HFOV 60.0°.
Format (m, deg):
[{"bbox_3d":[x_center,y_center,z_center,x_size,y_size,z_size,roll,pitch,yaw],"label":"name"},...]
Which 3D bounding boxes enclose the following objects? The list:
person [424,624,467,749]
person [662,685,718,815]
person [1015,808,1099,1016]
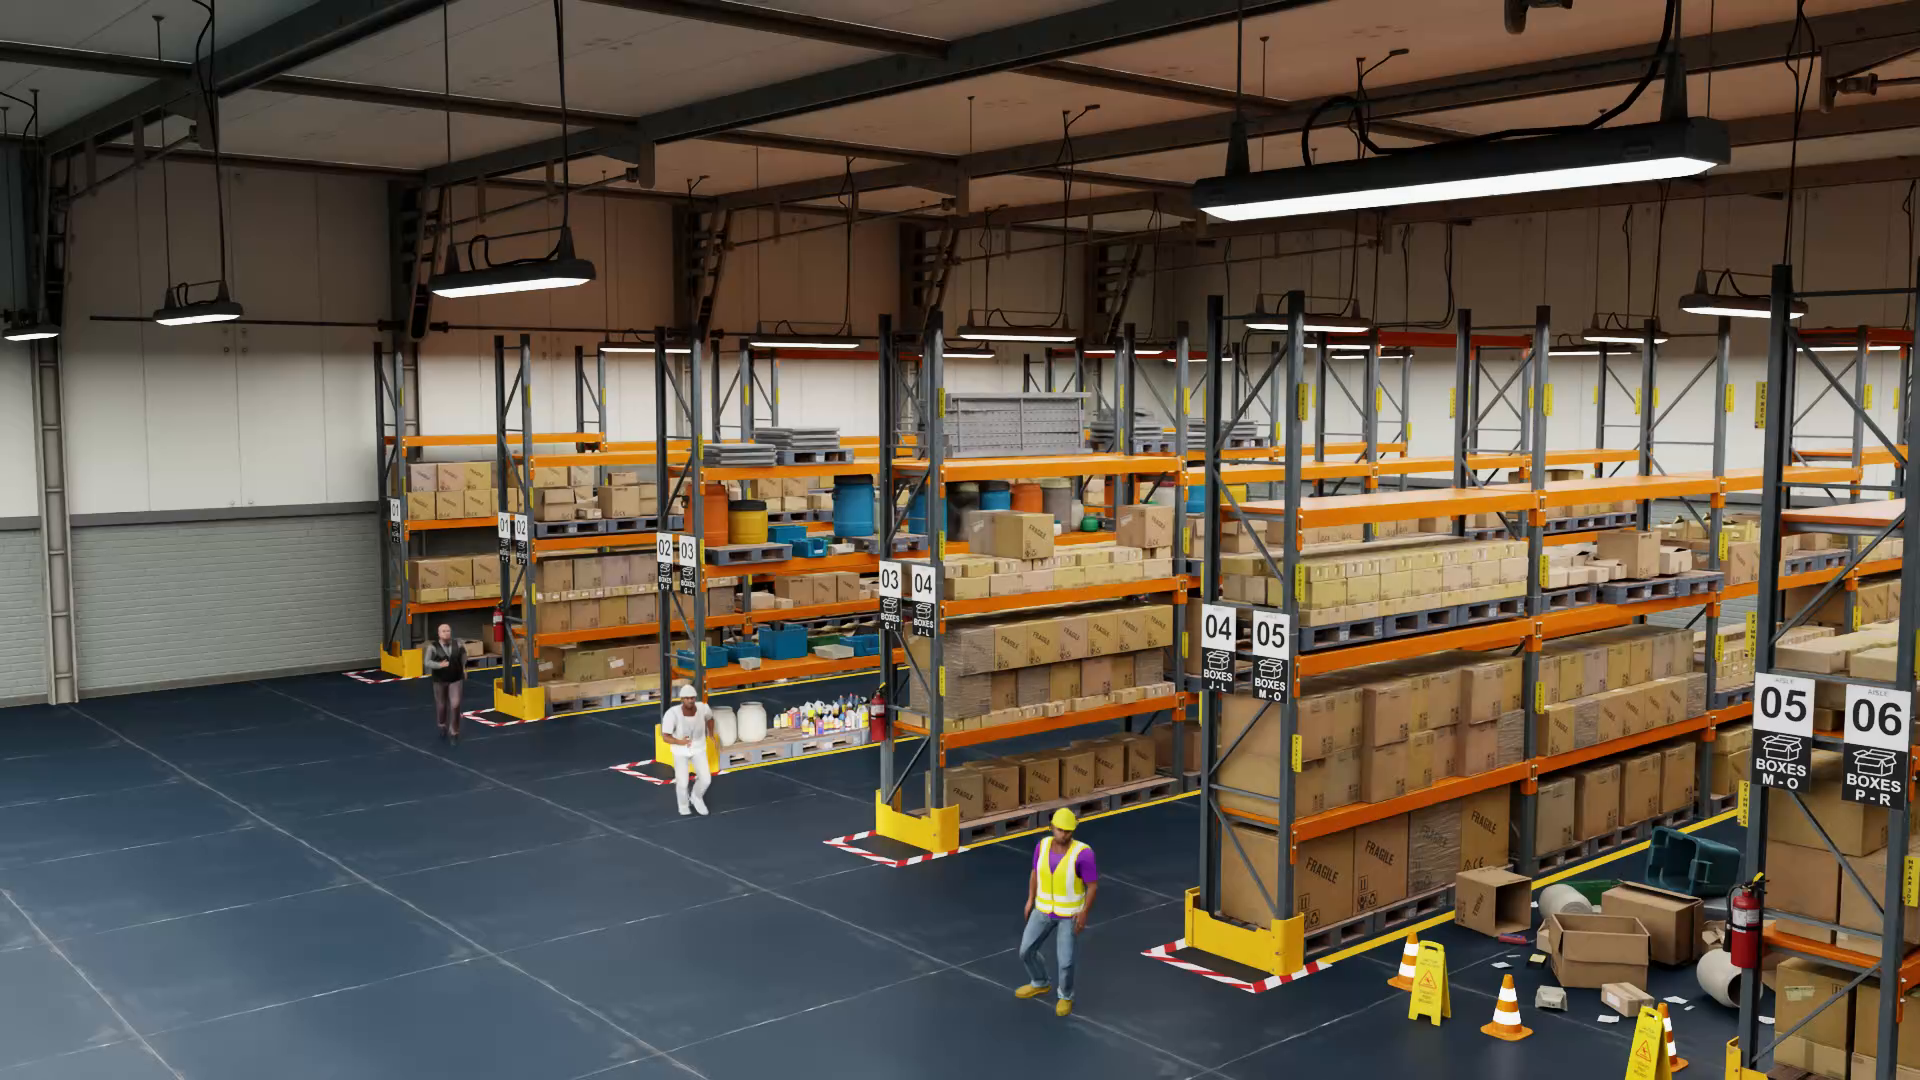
[{"bbox_3d":[-7.473,2.098,24.193,0.601,1.776,0.868,-2,6,-19],"label":"person"},{"bbox_3d":[-3.212,2.525,19.853,0.712,1.657,0.894,-2,5,-18],"label":"person"},{"bbox_3d":[0.757,3.069,13.689,0.787,1.745,0.585,3,6,26],"label":"person"}]
